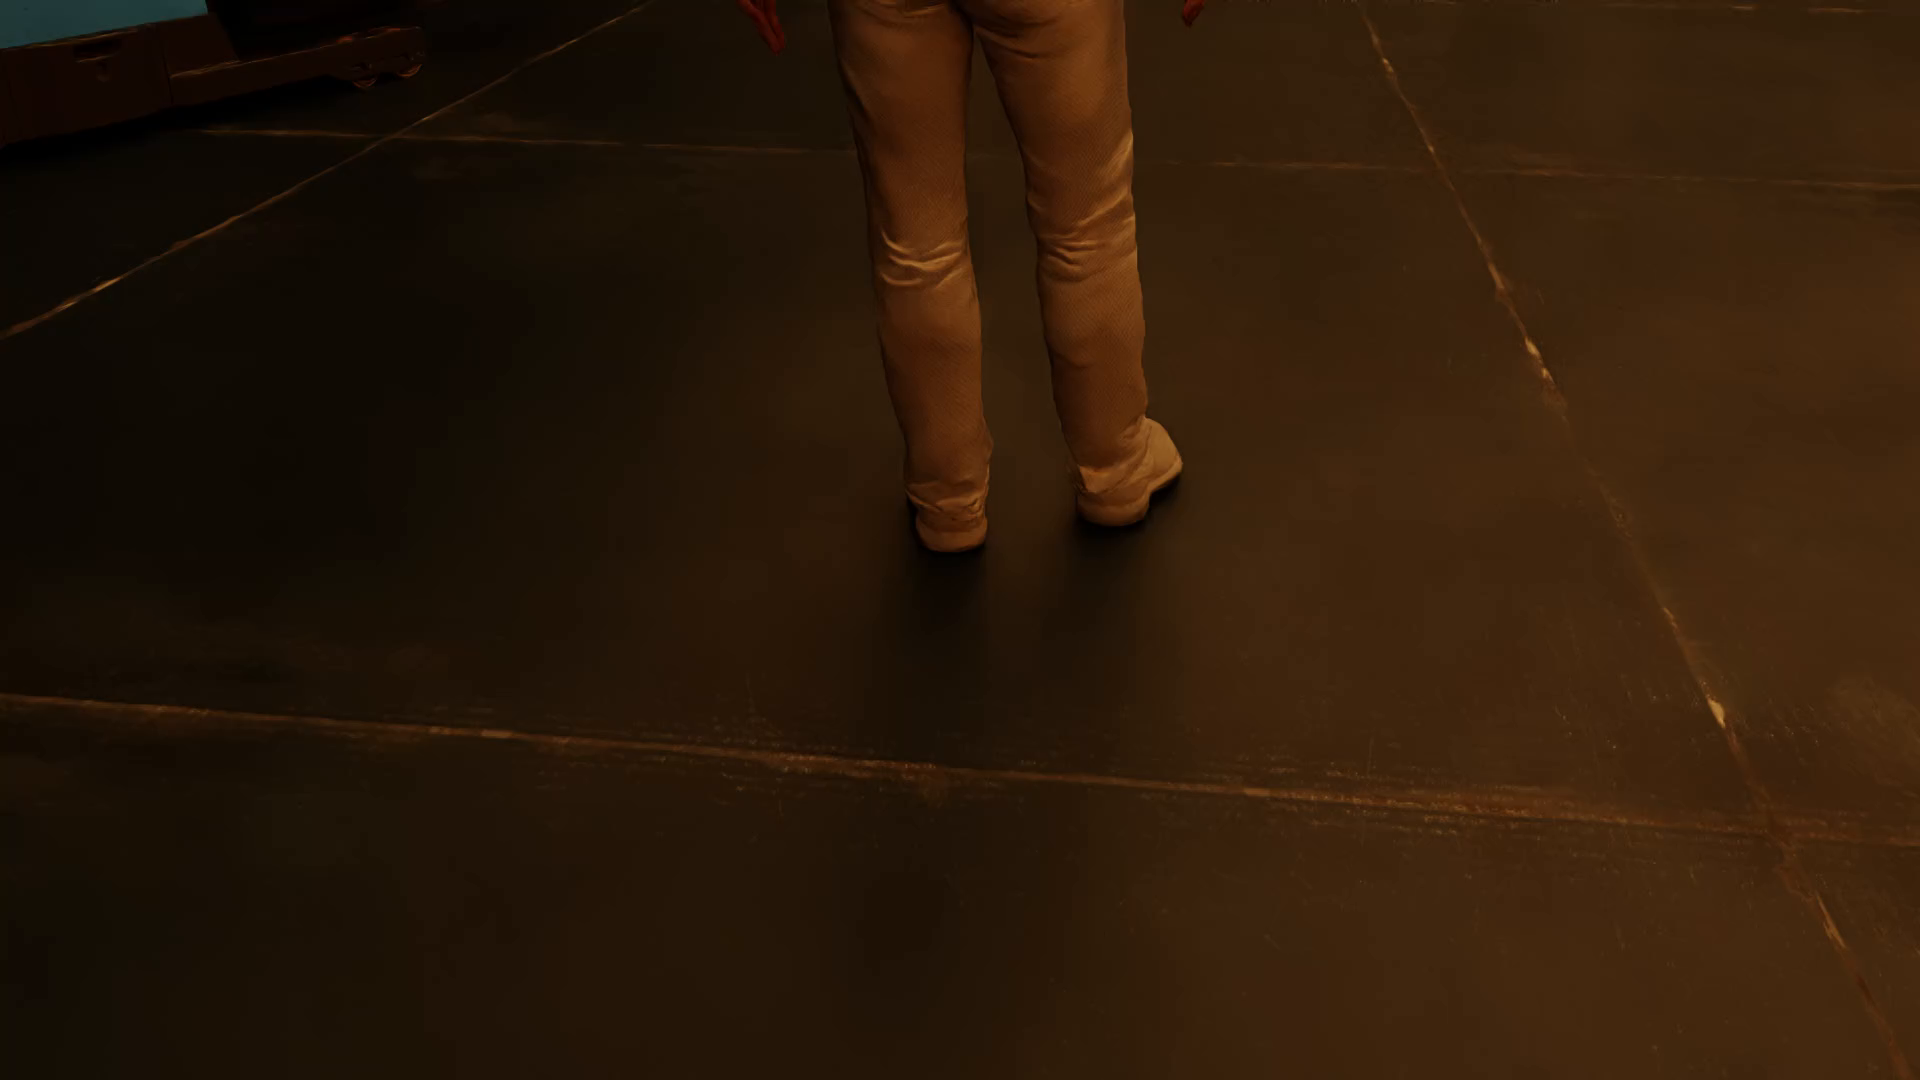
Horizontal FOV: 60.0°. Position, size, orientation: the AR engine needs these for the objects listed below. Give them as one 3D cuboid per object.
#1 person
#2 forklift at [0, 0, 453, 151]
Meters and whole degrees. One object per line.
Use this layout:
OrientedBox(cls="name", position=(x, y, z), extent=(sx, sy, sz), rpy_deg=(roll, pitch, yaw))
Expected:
OrientedBox(cls="person", position=(0.015, -0.827, 2.164), extent=(0.644, 1.766, 0.576), rpy_deg=(3, 27, 7))
OrientedBox(cls="forklift", position=(-2.477, -2.885, 4.999), extent=(1.130, 2.935, 3.031), rpy_deg=(13, 29, 24))
